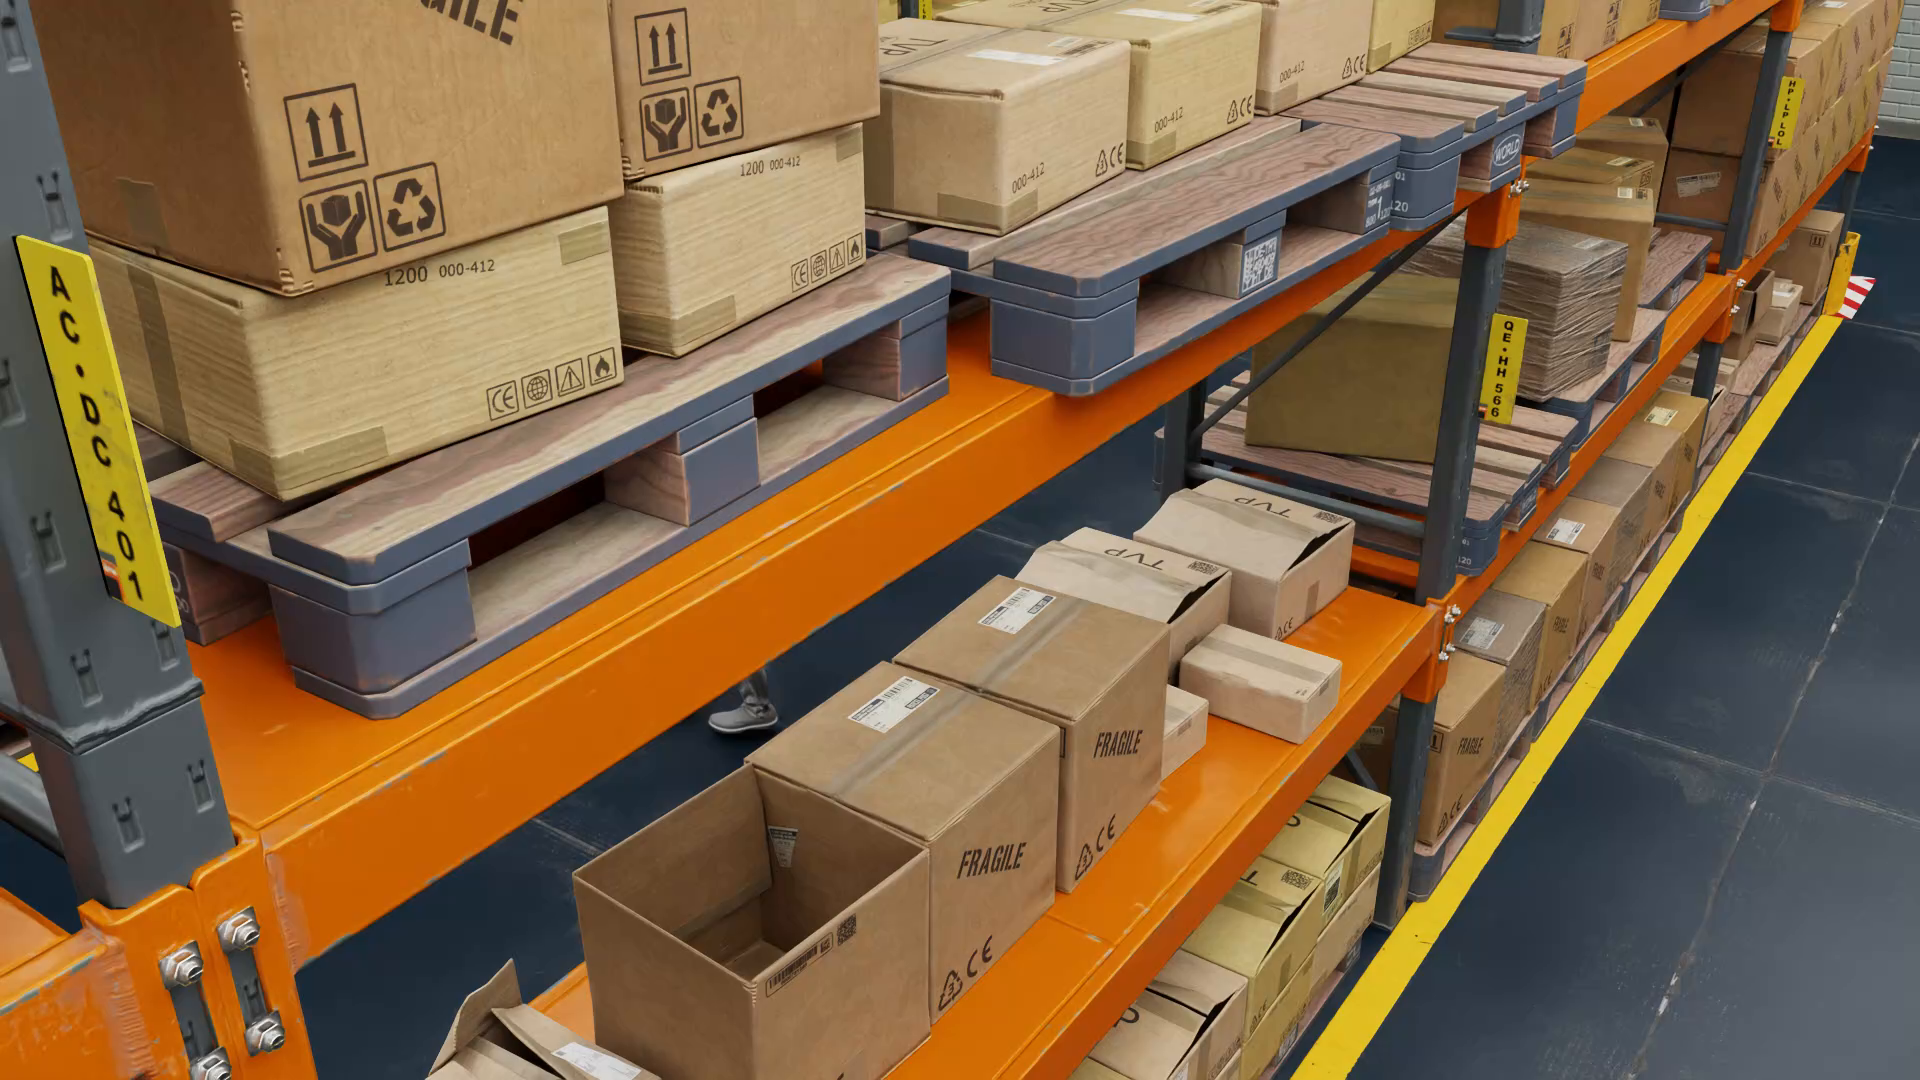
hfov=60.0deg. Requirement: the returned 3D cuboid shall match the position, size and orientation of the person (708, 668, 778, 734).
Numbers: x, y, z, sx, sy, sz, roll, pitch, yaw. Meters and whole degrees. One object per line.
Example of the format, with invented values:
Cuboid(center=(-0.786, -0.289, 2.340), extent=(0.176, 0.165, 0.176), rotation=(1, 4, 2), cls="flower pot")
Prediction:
Cuboid(center=(-1.087, 0.034, 6.551), extent=(0.666, 1.721, 0.516), rotation=(-2, 27, -3), cls="person")
